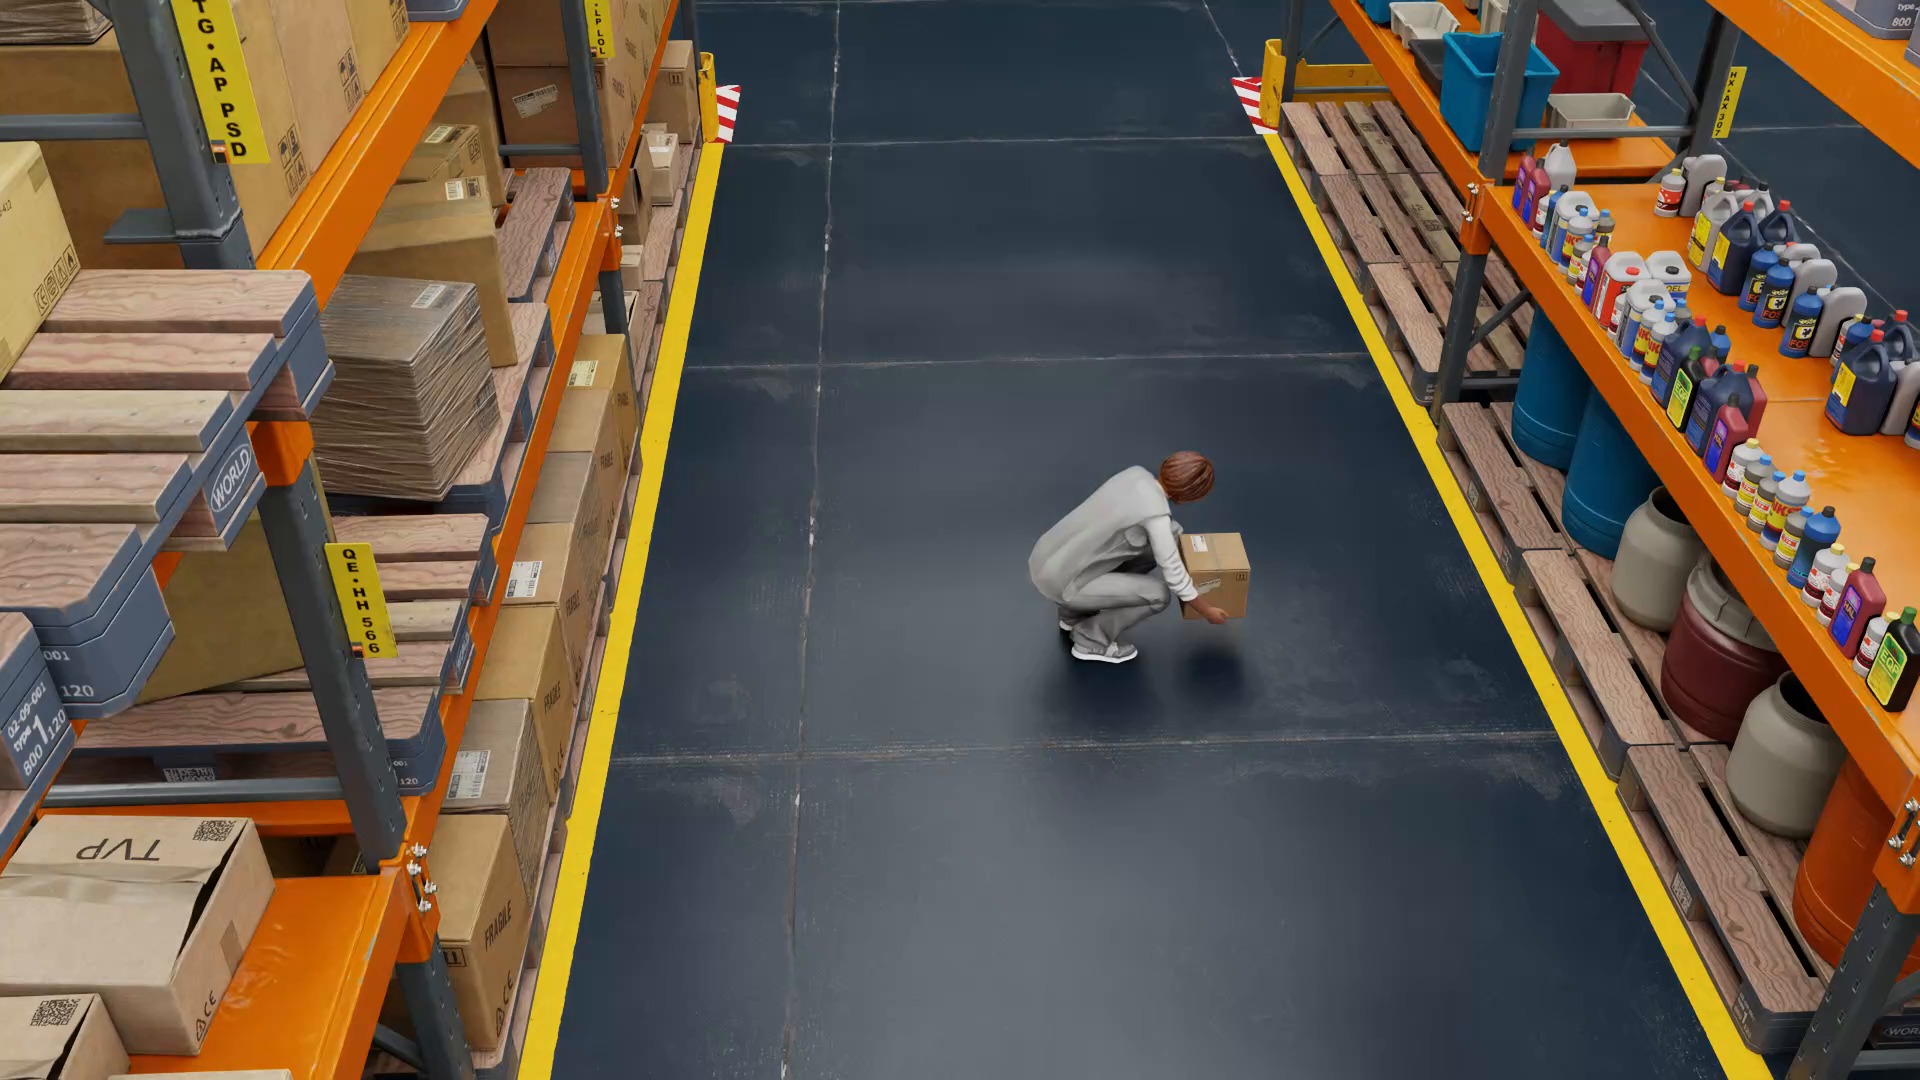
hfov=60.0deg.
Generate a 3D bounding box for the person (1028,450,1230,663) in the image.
[{"bbox_3d":[0.682,0.063,6.691,0.814,0.875,0.452,-1,36,-2],"label":"person"}]
